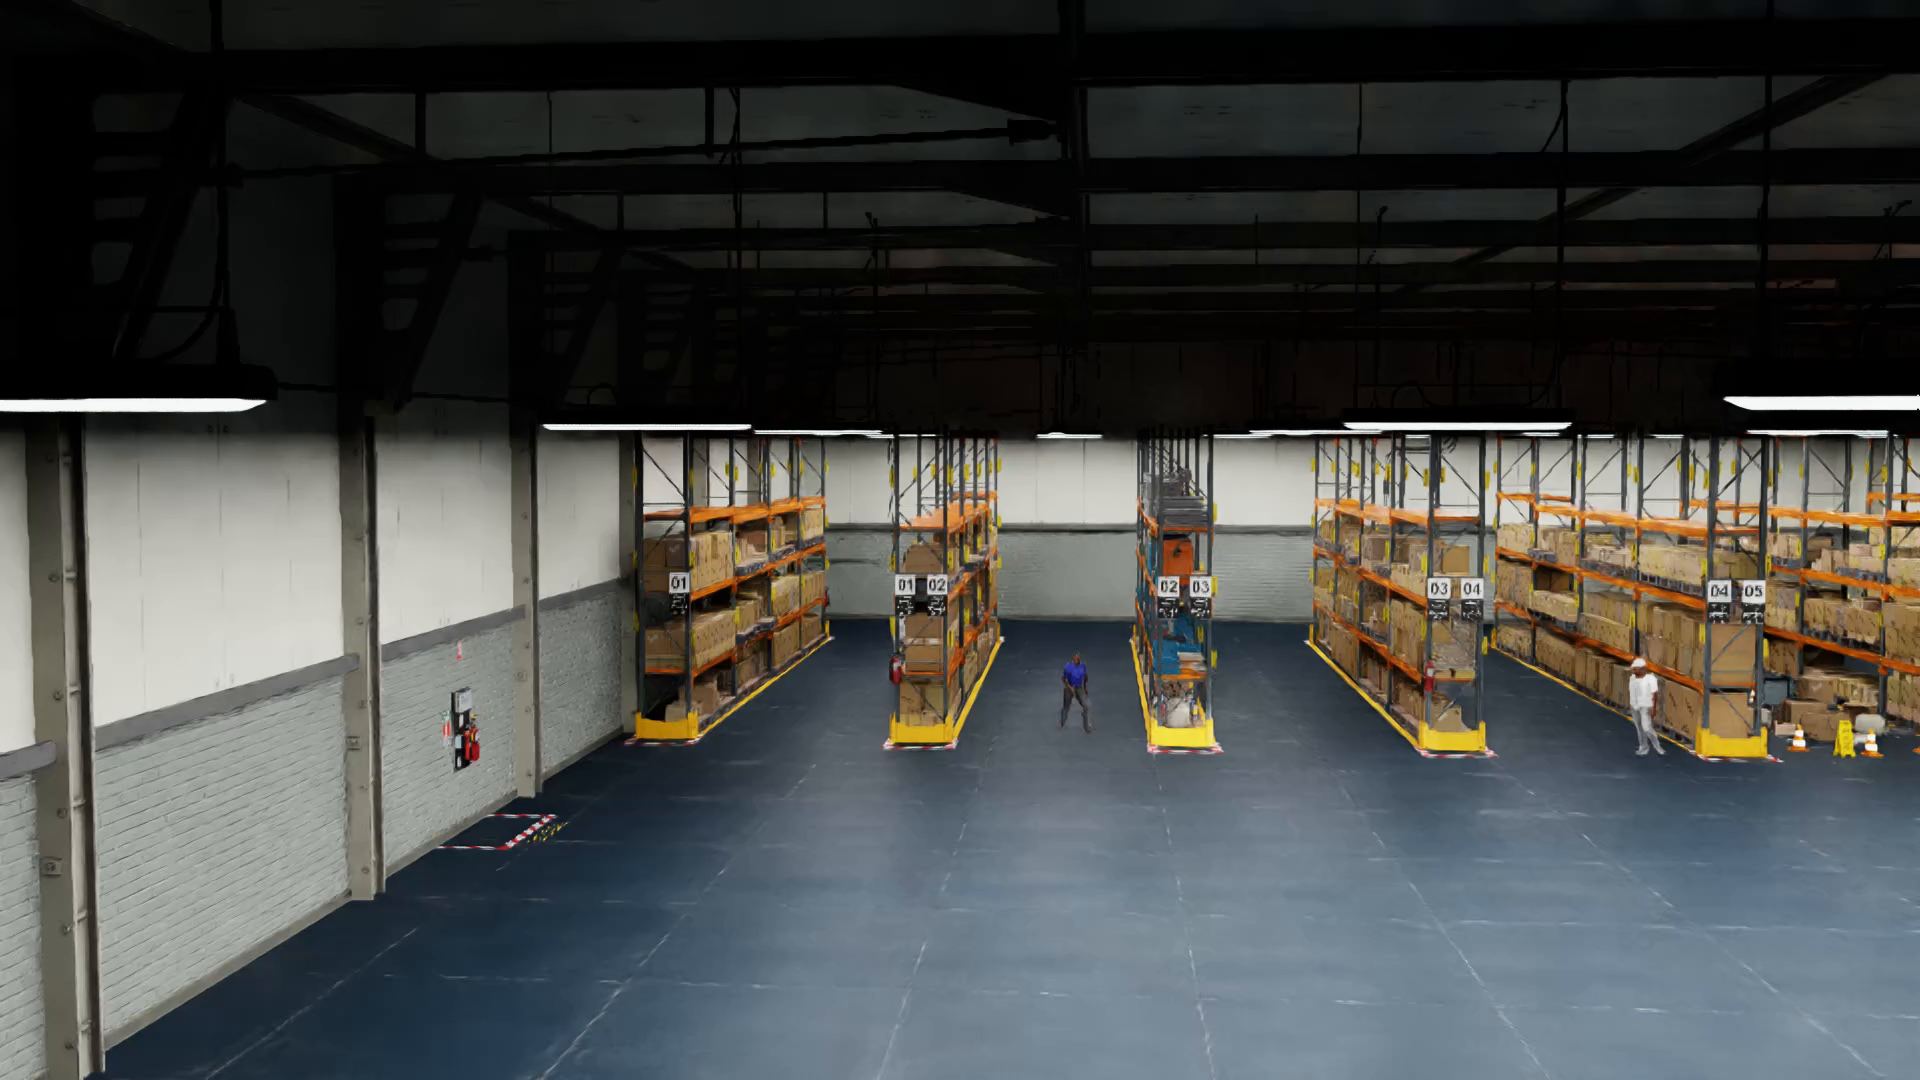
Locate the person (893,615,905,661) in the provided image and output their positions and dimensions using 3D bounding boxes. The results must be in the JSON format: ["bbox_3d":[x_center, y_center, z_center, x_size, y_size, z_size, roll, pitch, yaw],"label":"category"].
[{"bbox_3d":[-1.422,2.435,41.161,0.486,1.590,1.089,0,3,3],"label":"person"}]

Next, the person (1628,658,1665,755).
[{"bbox_3d":[12.424,3.019,30.140,0.457,1.760,0.714,-2,4,-29],"label":"person"}]

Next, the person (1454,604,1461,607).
[{"bbox_3d":[14.908,1.862,49.229,0.490,1.773,0.639,-2,4,-33],"label":"person"}]

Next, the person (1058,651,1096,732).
[{"bbox_3d":[2.276,2.953,32.721,0.621,1.591,0.822,-1,4,-12],"label":"person"}]
